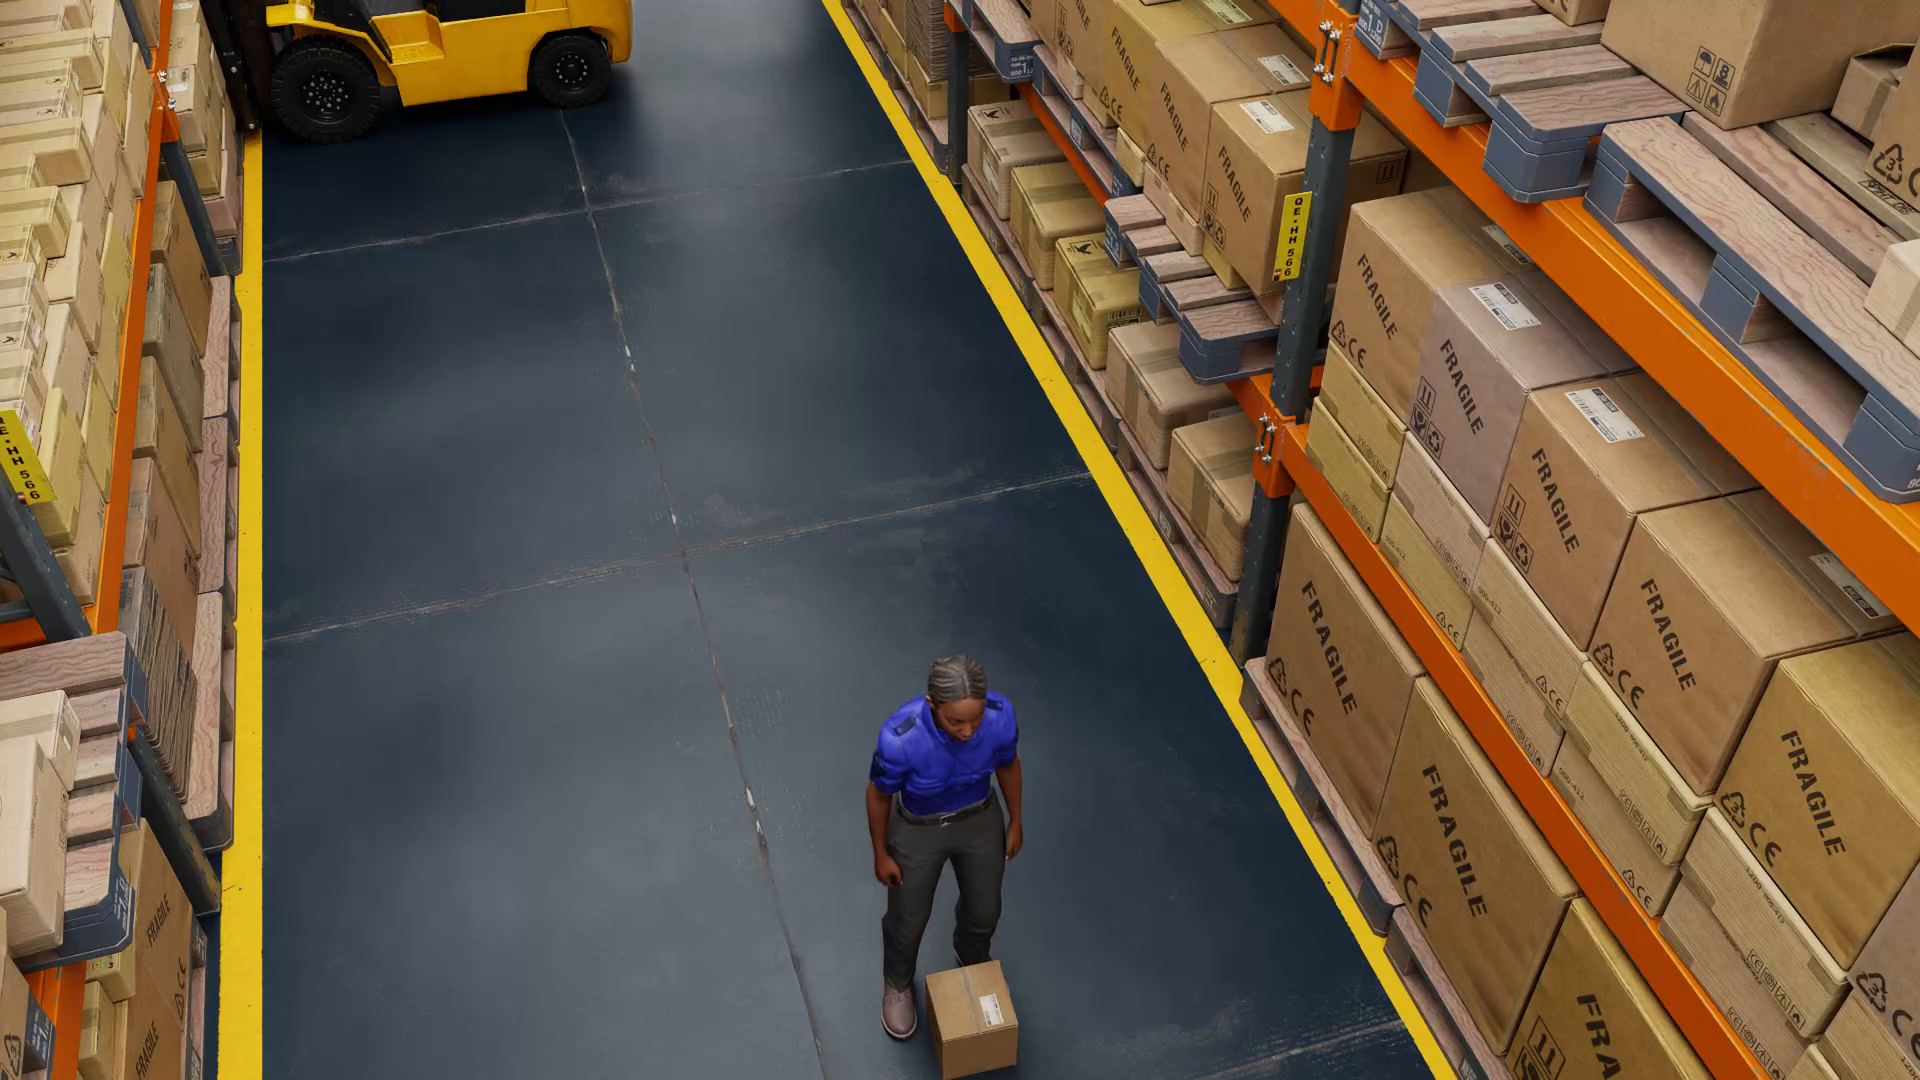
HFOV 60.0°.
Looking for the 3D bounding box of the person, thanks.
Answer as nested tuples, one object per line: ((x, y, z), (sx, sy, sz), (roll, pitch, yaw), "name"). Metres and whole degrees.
((-0.045, 0.915, 5.165), (0.507, 1.655, 0.347), (-12, 44, -13), "person")
